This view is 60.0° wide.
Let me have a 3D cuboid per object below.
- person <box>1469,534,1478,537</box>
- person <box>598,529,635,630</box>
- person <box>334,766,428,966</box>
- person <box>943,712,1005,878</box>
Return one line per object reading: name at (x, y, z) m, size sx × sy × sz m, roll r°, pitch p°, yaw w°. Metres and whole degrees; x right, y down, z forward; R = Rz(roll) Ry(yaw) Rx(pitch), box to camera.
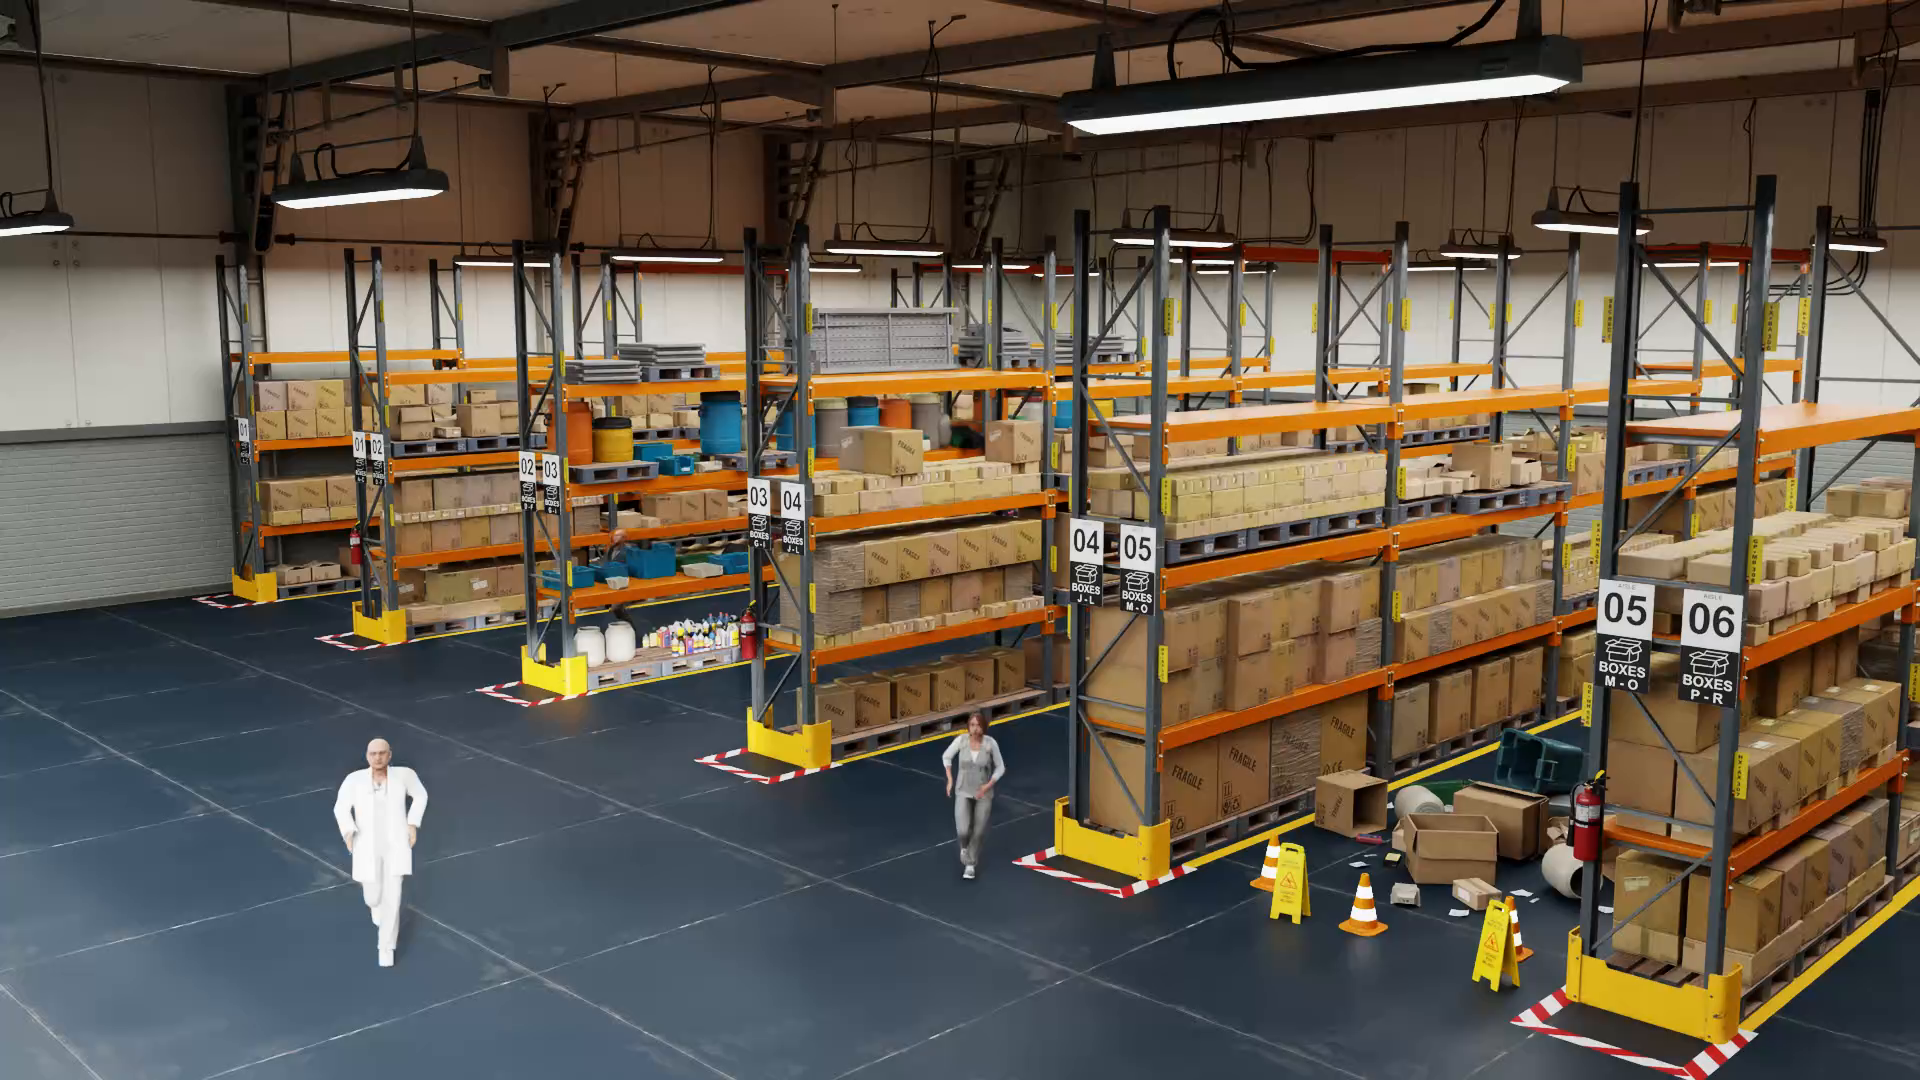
person at (8.379, 0.511, 26.835) m, size 0.666 × 1.722 × 0.540 m, roll 6°, pitch 10°, yaw 38°
person at (-5.229, 0.649, 25.498) m, size 0.641 × 1.616 × 0.688 m, roll 5°, pitch 10°, yaw 33°
person at (-4.615, 2.506, 13.314) m, size 0.711 × 1.473 × 0.868 m, roll -2°, pitch 8°, yaw -17°
person at (0.121, 2.291, 14.984) m, size 0.563 × 1.555 × 0.488 m, roll 0°, pitch 8°, yaw 2°
